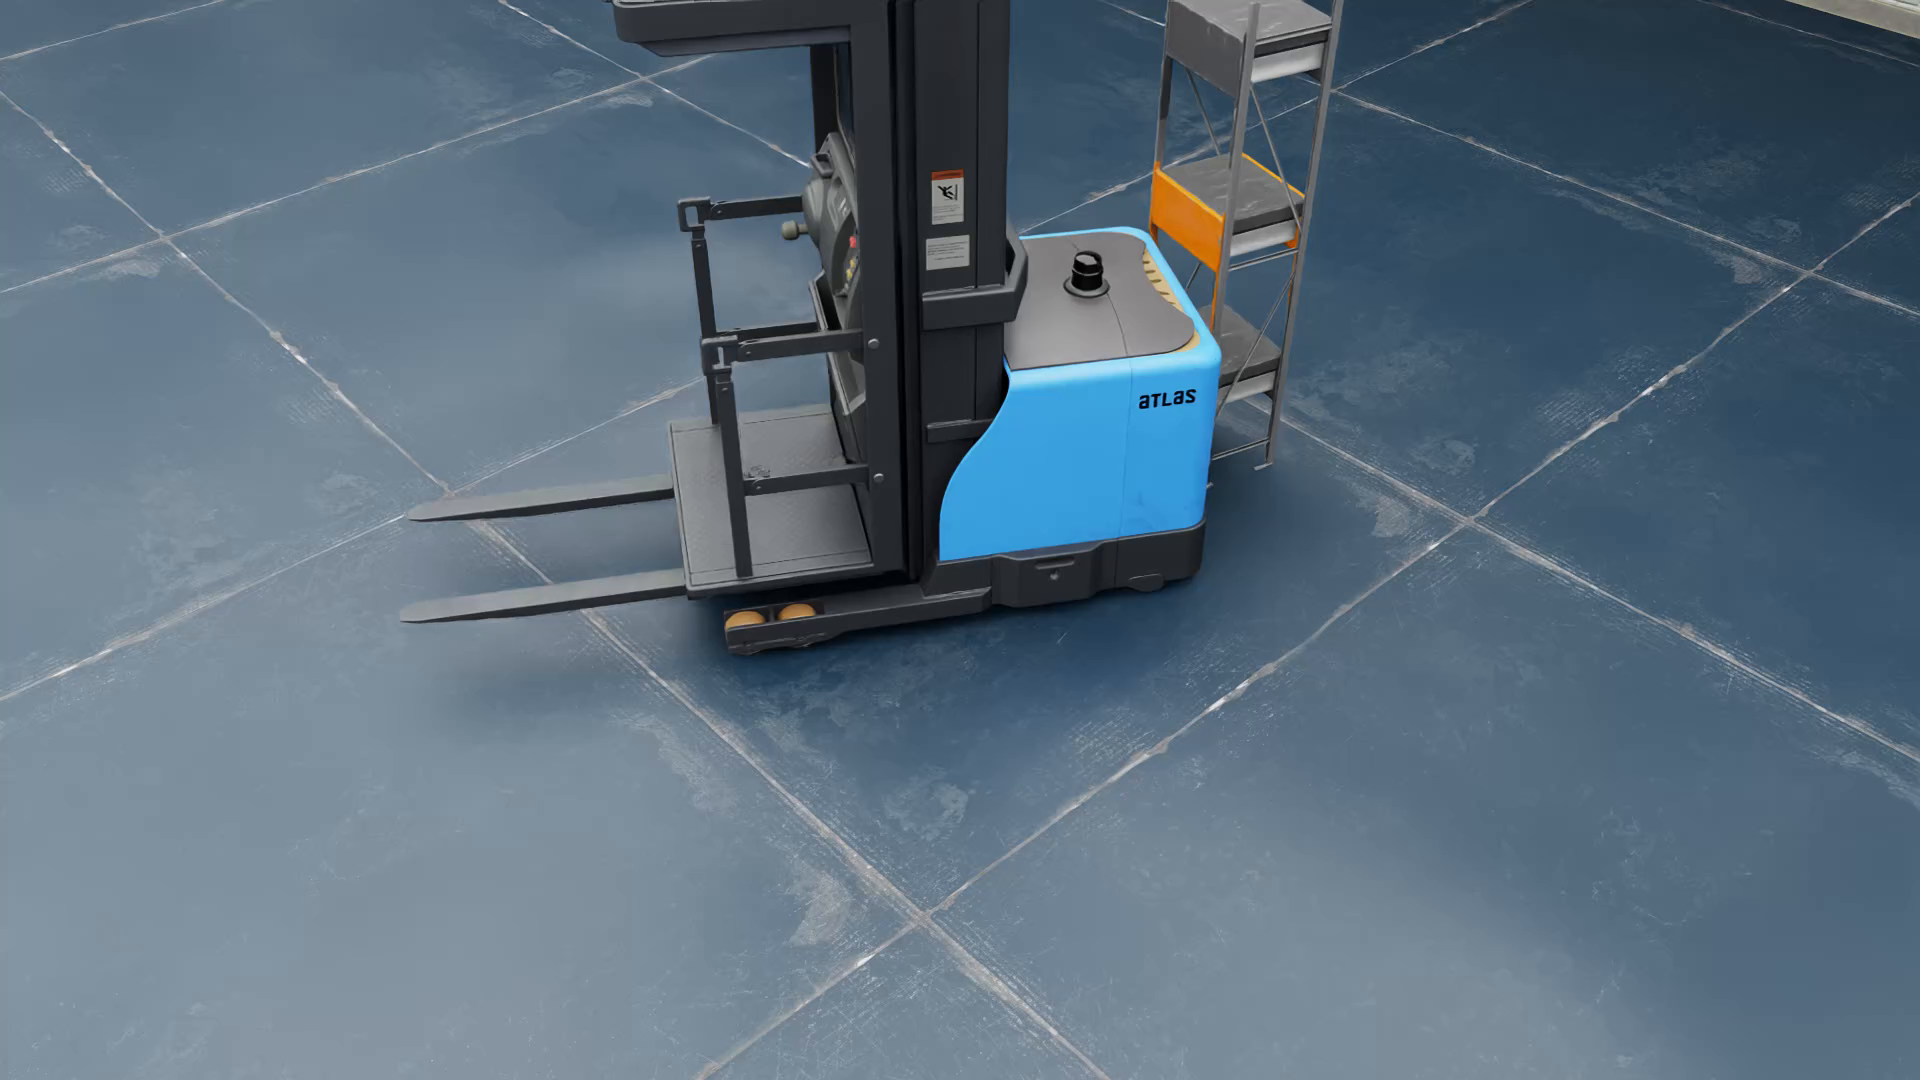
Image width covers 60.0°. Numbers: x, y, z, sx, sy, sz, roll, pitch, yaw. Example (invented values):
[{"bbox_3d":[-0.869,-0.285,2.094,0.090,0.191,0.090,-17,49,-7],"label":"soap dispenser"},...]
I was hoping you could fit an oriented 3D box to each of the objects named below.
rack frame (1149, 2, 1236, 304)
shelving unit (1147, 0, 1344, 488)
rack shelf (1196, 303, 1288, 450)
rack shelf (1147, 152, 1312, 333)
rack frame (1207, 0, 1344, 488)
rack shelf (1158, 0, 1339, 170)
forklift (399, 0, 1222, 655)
[{"bbox_3d":[0.941,-1.353,6.748,0.400,2.100,0.015,-18,43,-21],"label":"rack frame"},{"bbox_3d":[1.054,-1.216,6.581,0.431,2.100,0.503,-18,43,-21],"label":"shelving unit"},{"bbox_3d":[1.051,-0.663,7.032,0.431,0.518,0.480,-18,43,-21],"label":"rack shelf"},{"bbox_3d":[1.054,-1.205,6.589,0.431,0.518,0.480,-18,43,-21],"label":"rack shelf"},{"bbox_3d":[1.167,-1.078,6.414,0.400,2.100,0.015,-18,43,-21],"label":"rack frame"},{"bbox_3d":[1.057,-1.747,6.147,0.431,0.518,0.480,-18,43,-21],"label":"rack shelf"},{"bbox_3d":[-0.623,-1.075,5.748,3.031,2.935,1.130,-8,40,-9],"label":"forklift"}]
